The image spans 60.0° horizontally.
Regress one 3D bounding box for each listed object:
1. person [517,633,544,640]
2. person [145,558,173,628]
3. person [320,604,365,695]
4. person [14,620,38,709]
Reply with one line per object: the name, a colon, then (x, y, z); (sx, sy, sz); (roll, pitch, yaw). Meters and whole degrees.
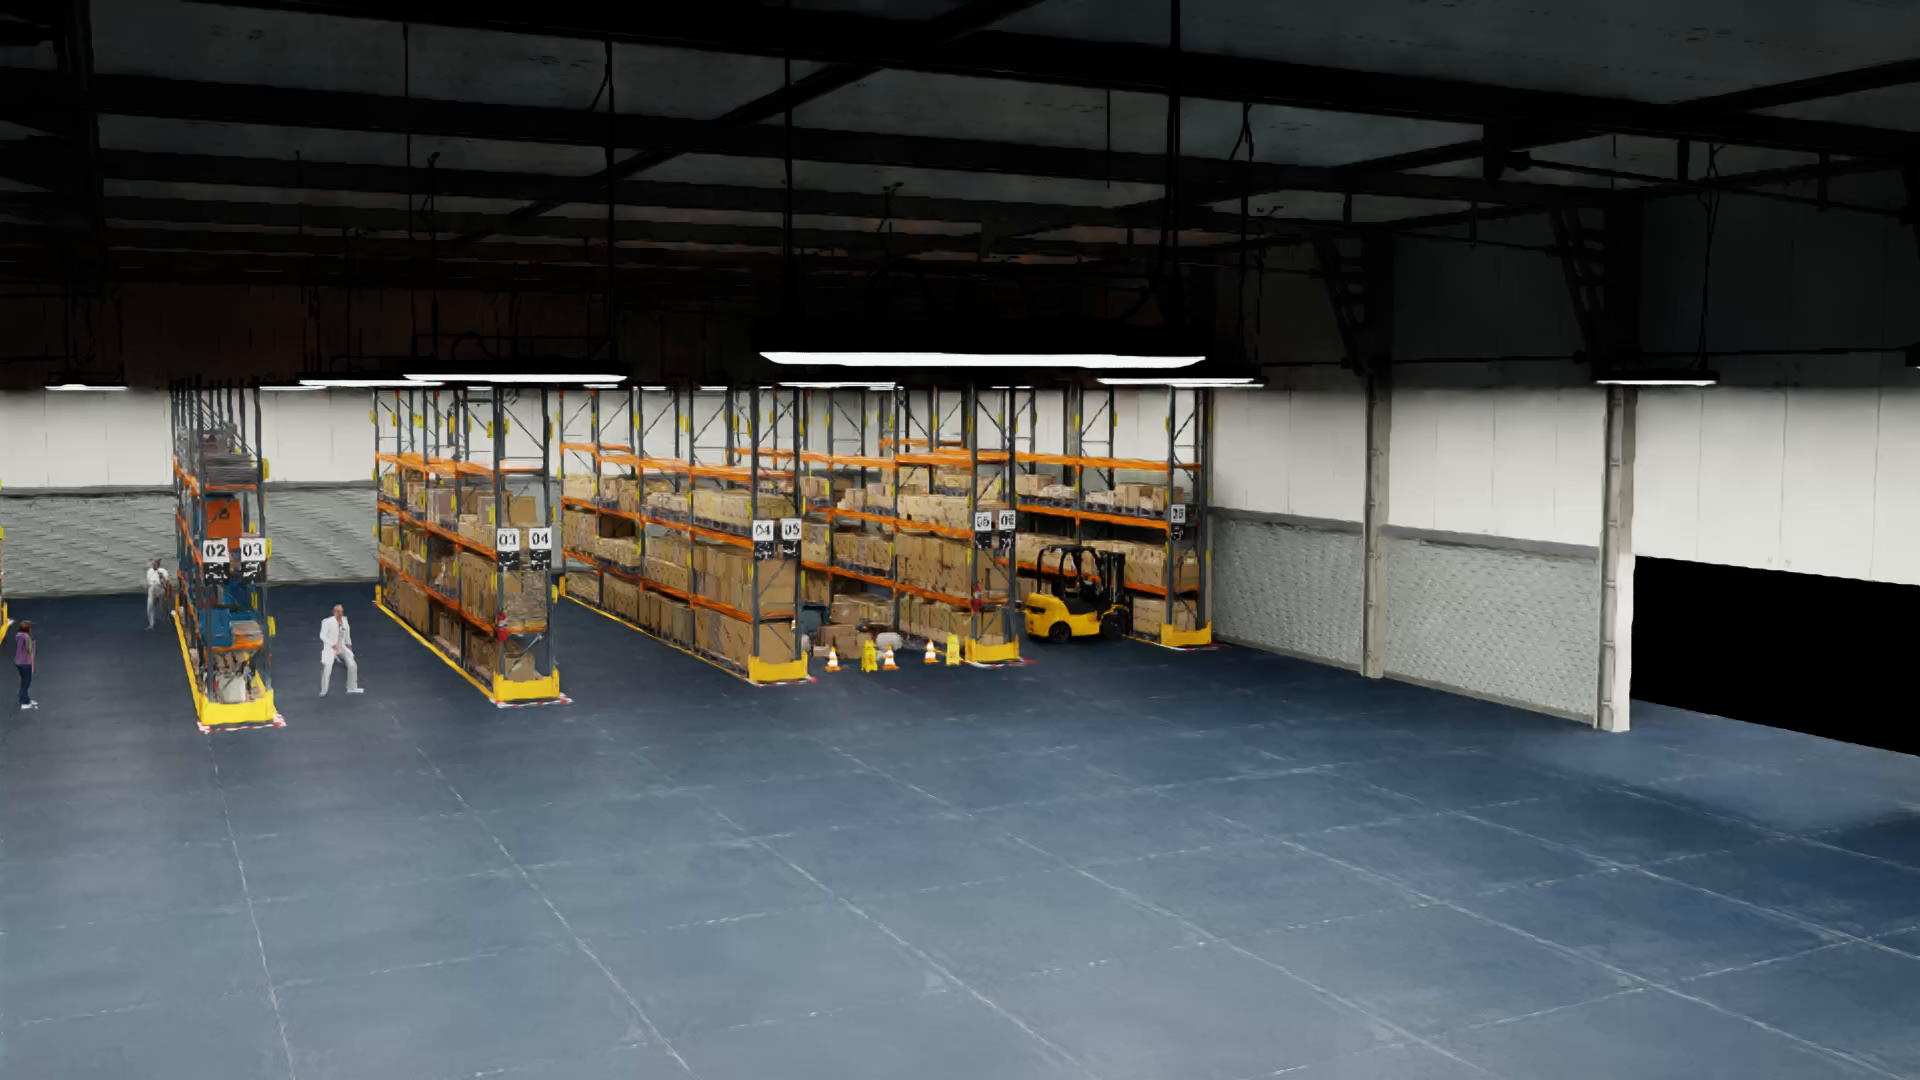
person: (-9.982, 1.494, 38.403); (0.442, 1.605, 1.017); (-4, 6, -35)
person: (-19.472, 1.264, 40.422); (0.566, 1.722, 0.949); (-1, 5, -11)
person: (-11.776, 2.066, 31.410); (0.811, 1.727, 0.717); (5, 7, 42)
person: (-16.853, 2.239, 30.059); (0.504, 1.603, 0.419); (4, 6, 36)
